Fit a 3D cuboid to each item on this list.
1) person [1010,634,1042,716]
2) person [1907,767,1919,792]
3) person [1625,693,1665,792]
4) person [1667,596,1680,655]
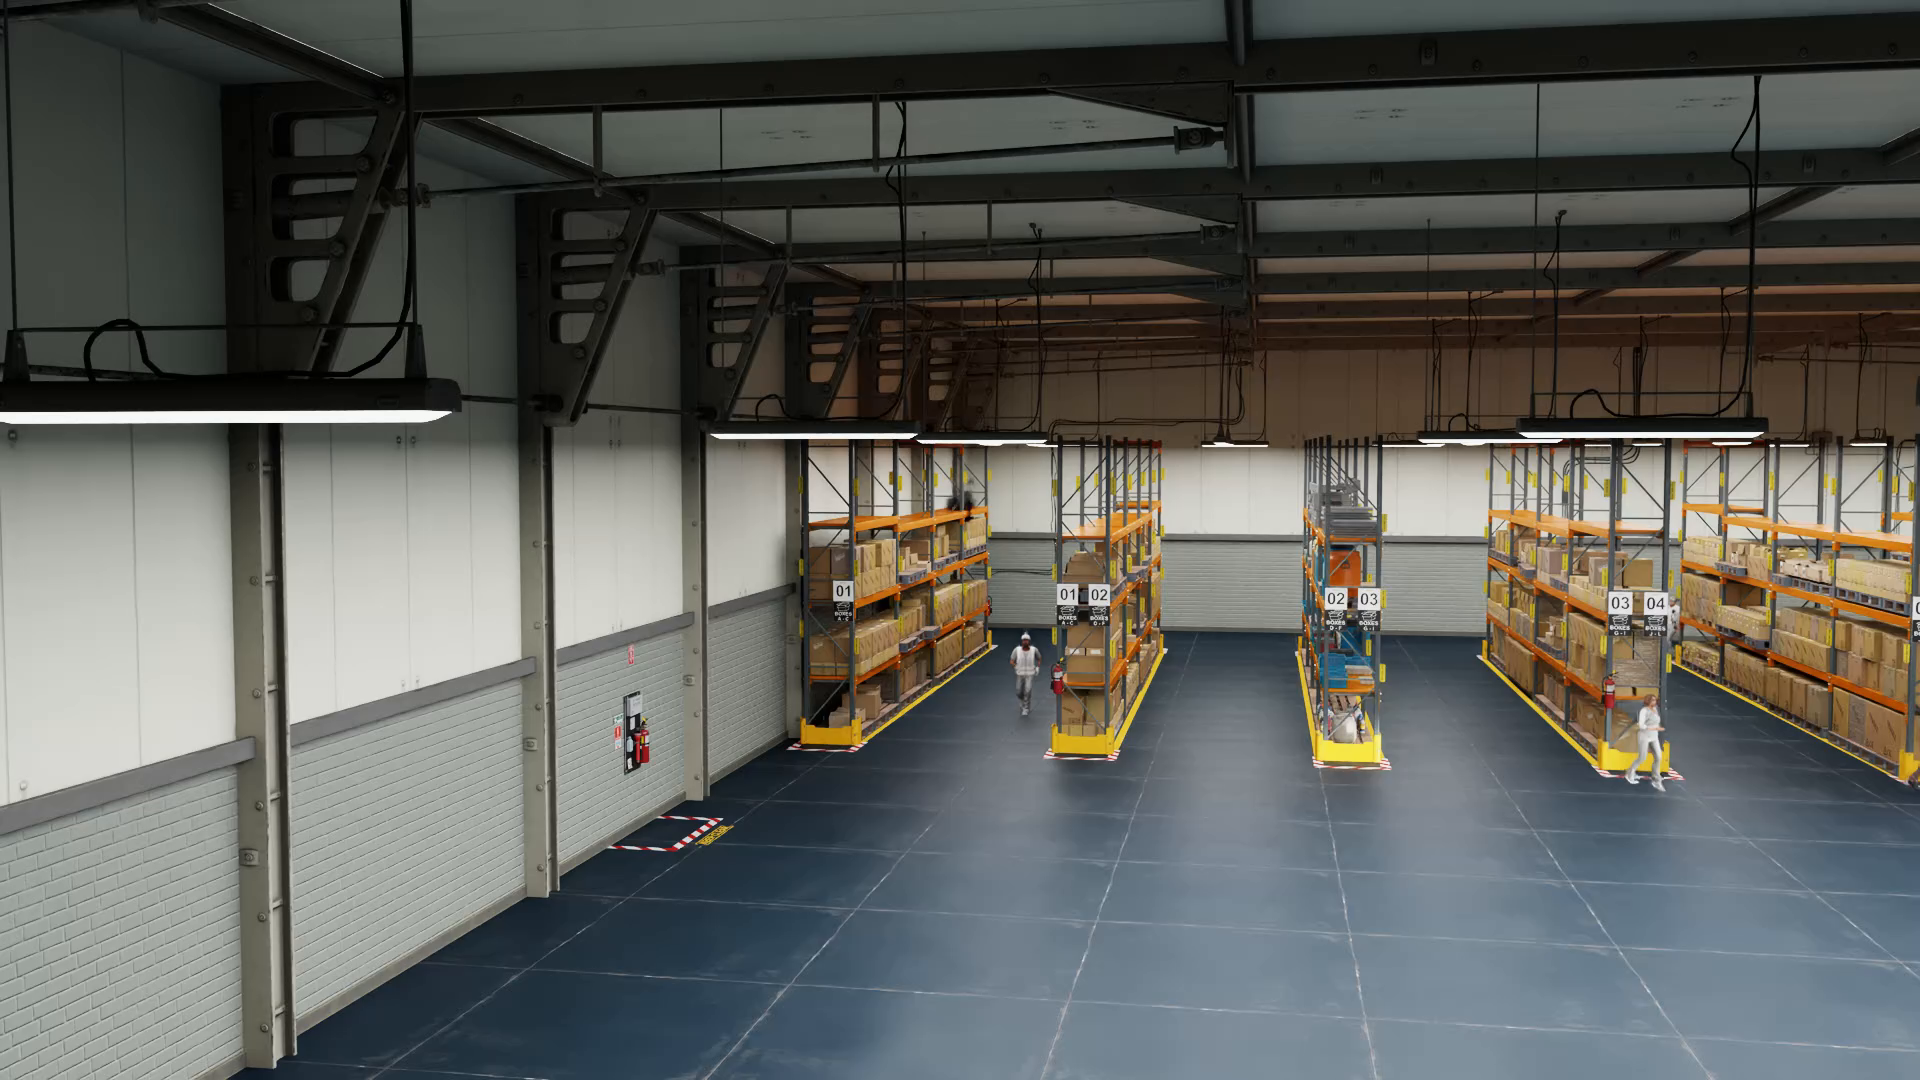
[{"bbox_3d":[1.421,2.902,35.976,0.687,1.743,0.704,0,3,5],"label":"person"},{"bbox_3d":[16.158,3.383,27.392,0.664,1.765,0.906,-1,3,-24],"label":"person"},{"bbox_3d":[11.604,3.407,28.095,0.559,1.655,0.720,-2,4,-31],"label":"person"},{"bbox_3d":[19.458,2.411,45.504,0.680,1.797,0.725,-1,3,-19],"label":"person"}]
